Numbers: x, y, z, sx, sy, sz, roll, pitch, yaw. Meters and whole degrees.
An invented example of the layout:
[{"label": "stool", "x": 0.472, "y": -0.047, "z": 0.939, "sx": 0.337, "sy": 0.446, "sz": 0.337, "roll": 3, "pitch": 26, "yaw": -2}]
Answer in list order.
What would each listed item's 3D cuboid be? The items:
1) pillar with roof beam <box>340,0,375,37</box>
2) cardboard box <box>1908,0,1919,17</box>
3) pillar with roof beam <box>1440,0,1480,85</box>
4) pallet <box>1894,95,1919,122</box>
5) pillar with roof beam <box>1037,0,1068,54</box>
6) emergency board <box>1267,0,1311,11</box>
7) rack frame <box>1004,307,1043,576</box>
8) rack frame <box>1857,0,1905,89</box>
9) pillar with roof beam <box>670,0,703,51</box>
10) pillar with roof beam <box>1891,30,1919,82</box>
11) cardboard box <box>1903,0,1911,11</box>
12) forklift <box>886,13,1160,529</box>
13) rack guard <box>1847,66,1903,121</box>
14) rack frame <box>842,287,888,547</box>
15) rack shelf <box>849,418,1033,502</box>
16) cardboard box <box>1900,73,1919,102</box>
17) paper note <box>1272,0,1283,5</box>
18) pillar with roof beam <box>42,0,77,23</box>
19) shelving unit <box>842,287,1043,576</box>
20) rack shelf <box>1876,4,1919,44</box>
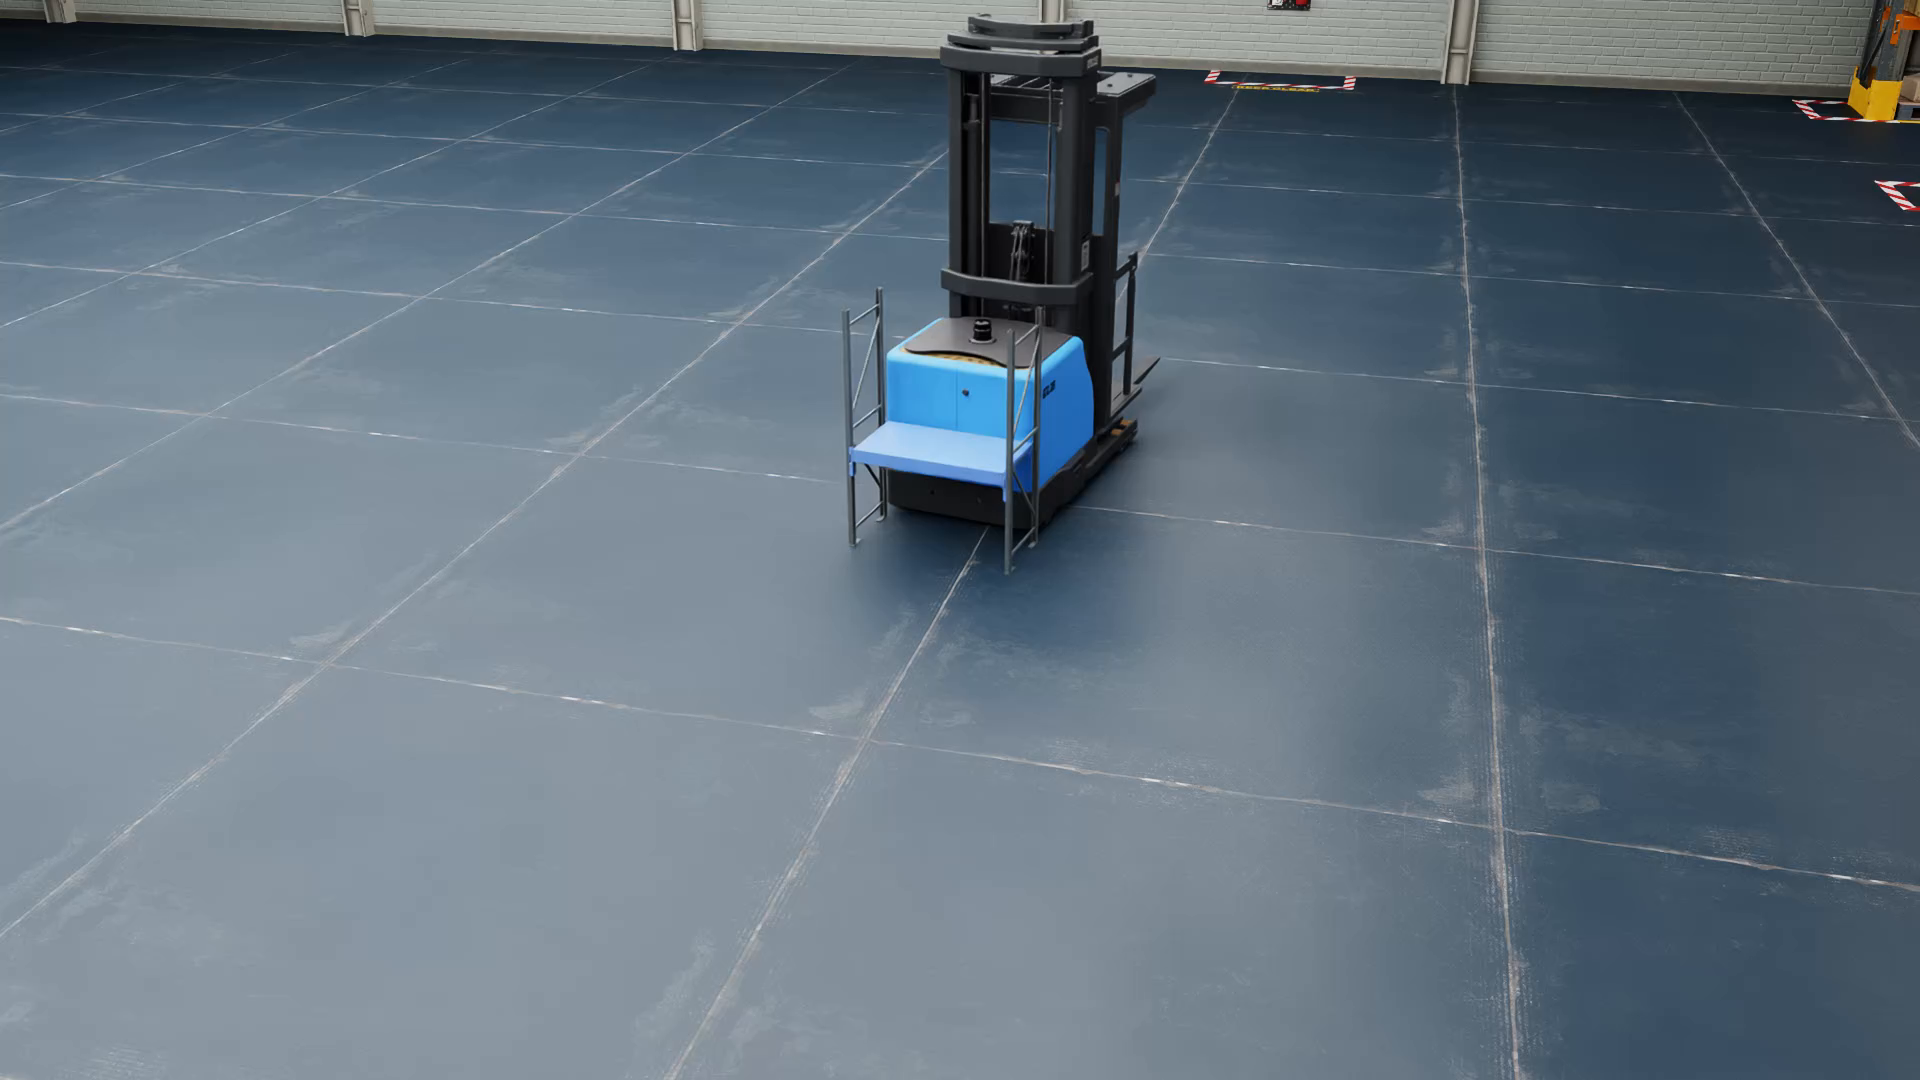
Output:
[{"label": "pillar with roof beam", "x": -11.282, "y": -10.880, "z": 22.635, "sx": 0.400, "sy": 9.000, "sz": 9.100, "roll": 6, "pitch": 26, "yaw": 13}, {"label": "cardboard box", "x": 12.534, "y": -6.866, "z": 21.334, "sx": 0.500, "sy": 0.250, "sz": 0.500, "roll": 6, "pitch": 26, "yaw": 11}, {"label": "pillar with roof beam", "x": 6.151, "y": -8.953, "z": 18.587, "sx": 0.400, "sy": 9.000, "sz": 9.100, "roll": 6, "pitch": 26, "yaw": 13}, {"label": "pallet", "x": 12.992, "y": -5.740, "z": 22.062, "sx": 1.213, "sy": 0.211, "sz": 1.003, "roll": 6, "pitch": 26, "yaw": 13}, {"label": "pillar with roof beam", "x": 0.340, "y": -9.596, "z": 19.936, "sx": 0.400, "sy": 9.000, "sz": 9.100, "roll": 6, "pitch": 26, "yaw": 13}, {"label": "emergency board", "x": 4.839, "y": -8.317, "z": 24.230, "sx": 0.643, "sy": 1.169, "sz": 0.194, "roll": 6, "pitch": 26, "yaw": 13}, {"label": "rack frame", "x": 0.370, "y": -0.568, "z": 9.697, "sx": 0.032, "sy": 1.500, "sz": 0.500, "roll": 10, "pitch": 27, "yaw": 20}, {"label": "rack frame", "x": 12.140, "y": -7.109, "z": 21.693, "sx": 0.127, "sy": 3.000, "sz": 1.000, "roll": 6, "pitch": 26, "yaw": 13}, {"label": "pillar with roof beam", "x": -5.471, "y": -10.238, "z": 21.286, "sx": 0.400, "sy": 9.000, "sz": 9.100, "roll": 6, "pitch": 26, "yaw": 13}, {"label": "pillar with roof beam", "x": 11.961, "y": -8.311, "z": 17.238, "sx": 0.400, "sy": 9.000, "sz": 9.100, "roll": 6, "pitch": 26, "yaw": 13}, {"label": "cardboard box", "x": 12.641, "y": -7.081, "z": 21.785, "sx": 0.500, "sy": 0.250, "sz": 0.500, "roll": 7, "pitch": 26, "yaw": 14}, {"label": "forklift", "x": 0.598, "y": -1.995, "z": 11.031, "sx": 1.130, "sy": 2.935, "sz": 3.031, "roll": 11, "pitch": 28, "yaw": 22}, {"label": "rack guard", "x": 12.214, "y": -5.973, "z": 22.213, "sx": 0.348, "sy": 0.500, "sz": 1.175, "roll": 6, "pitch": 26, "yaw": 13}, {"label": "rack frame", "x": -0.570, "y": -0.733, "z": 10.046, "sx": 0.032, "sy": 1.500, "sz": 0.500, "roll": 10, "pitch": 27, "yaw": 20}, {"label": "rack shelf", "x": -0.100, "y": -0.488, "z": 9.949, "sx": 1.000, "sy": 0.185, "sz": 0.538, "roll": 10, "pitch": 27, "yaw": 20}, {"label": "cardboard box", "x": 12.788, "y": -5.982, "z": 21.942, "sx": 0.500, "sy": 0.311, "sz": 0.500, "roll": 3, "pitch": 26, "yaw": 7}, {"label": "paper note", "x": 4.685, "y": -7.967, "z": 24.520, "sx": 0.142, "sy": 0.148, "sz": 0.016, "roll": 6, "pitch": 26, "yaw": 13}, {"label": "pillar with roof beam", "x": -17.093, "y": -11.523, "z": 23.984, "sx": 0.400, "sy": 9.000, "sz": 9.100, "roll": 6, "pitch": 26, "yaw": 13}, {"label": "shelving unit", "x": -0.100, "y": -0.650, "z": 9.872, "sx": 1.048, "sy": 1.500, "sz": 0.538, "roll": 10, "pitch": 27, "yaw": 20}, {"label": "rack shelf", "x": 14.077, "y": -6.570, "z": 21.398, "sx": 4.000, "sy": 0.370, "sz": 1.077, "roll": 6, "pitch": 26, "yaw": 13}]
